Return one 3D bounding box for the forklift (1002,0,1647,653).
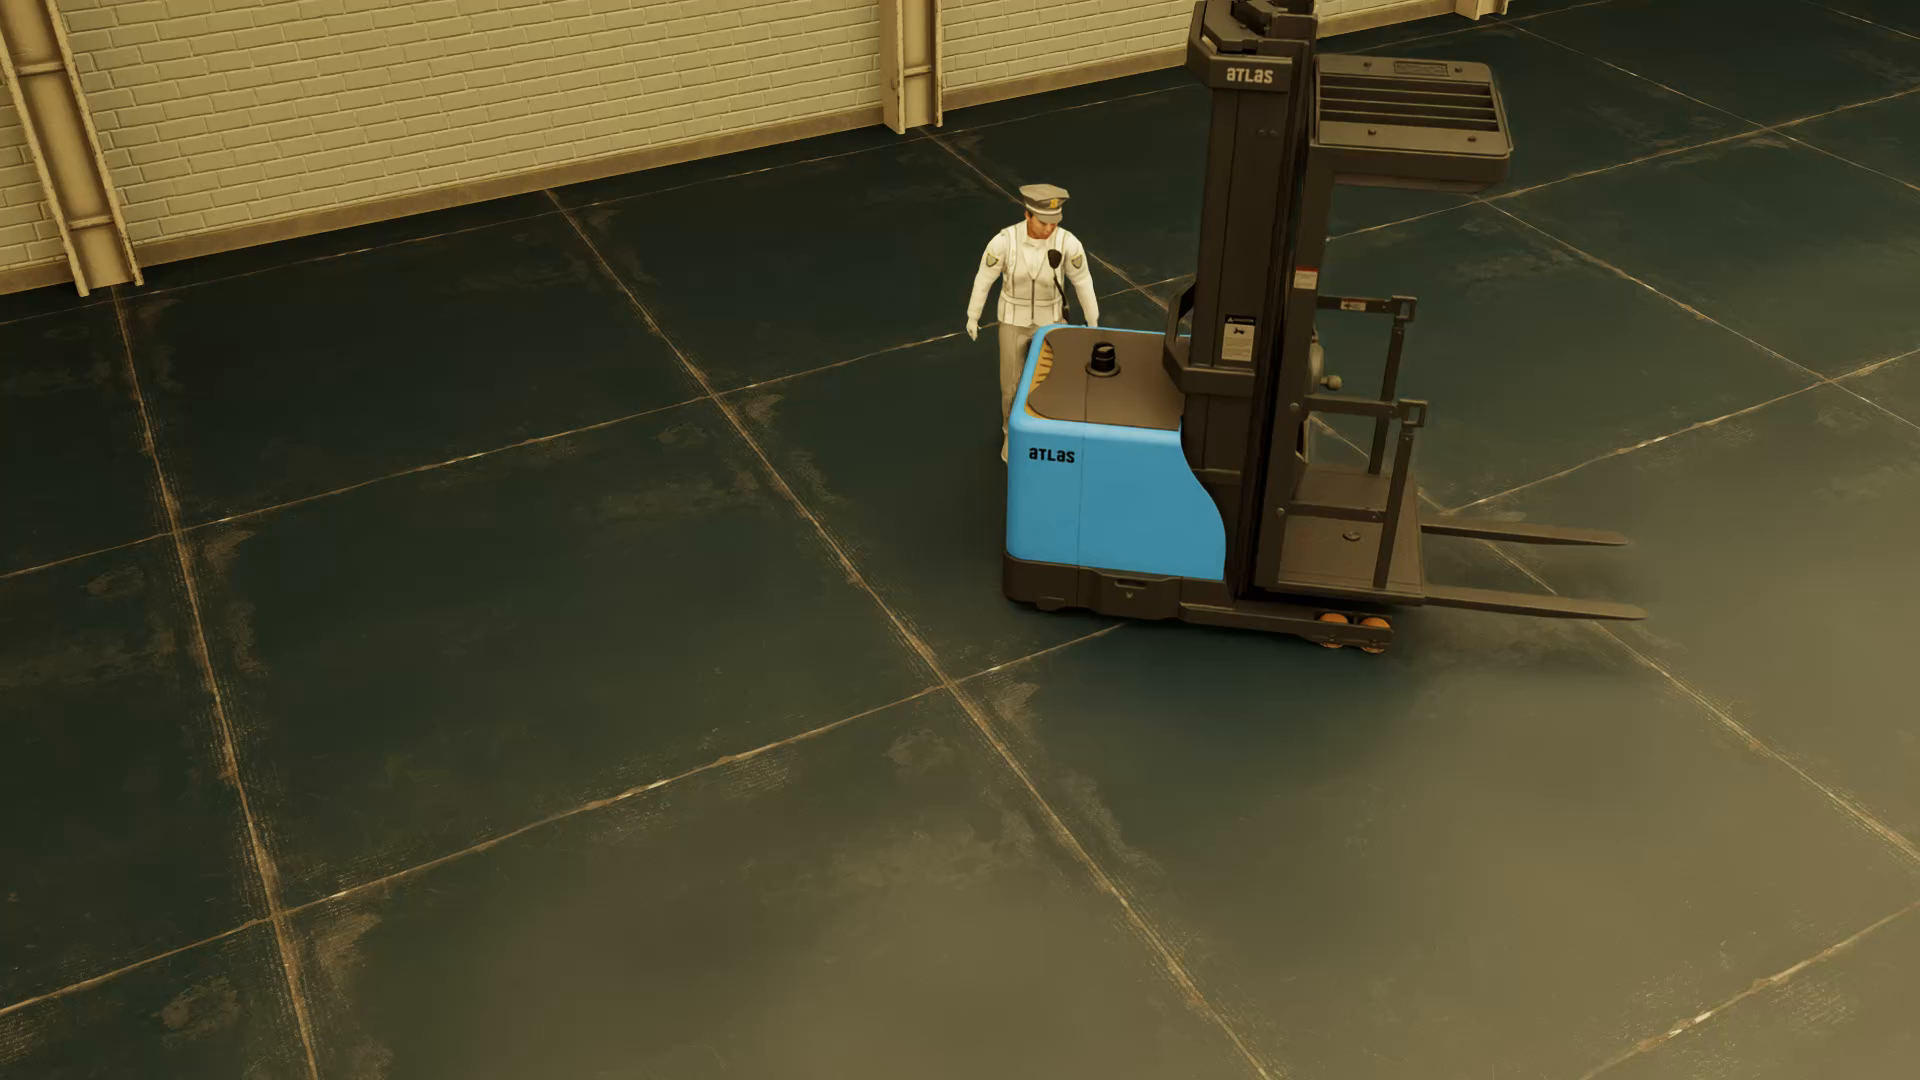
[{"bbox_3d":[1.776,-0.994,7.530,3.031,2.935,1.130,6,36,8],"label":"forklift"}]

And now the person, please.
[{"bbox_3d":[0.428,-1.138,8.867,0.788,1.639,0.382,0,35,0],"label":"person"}]
